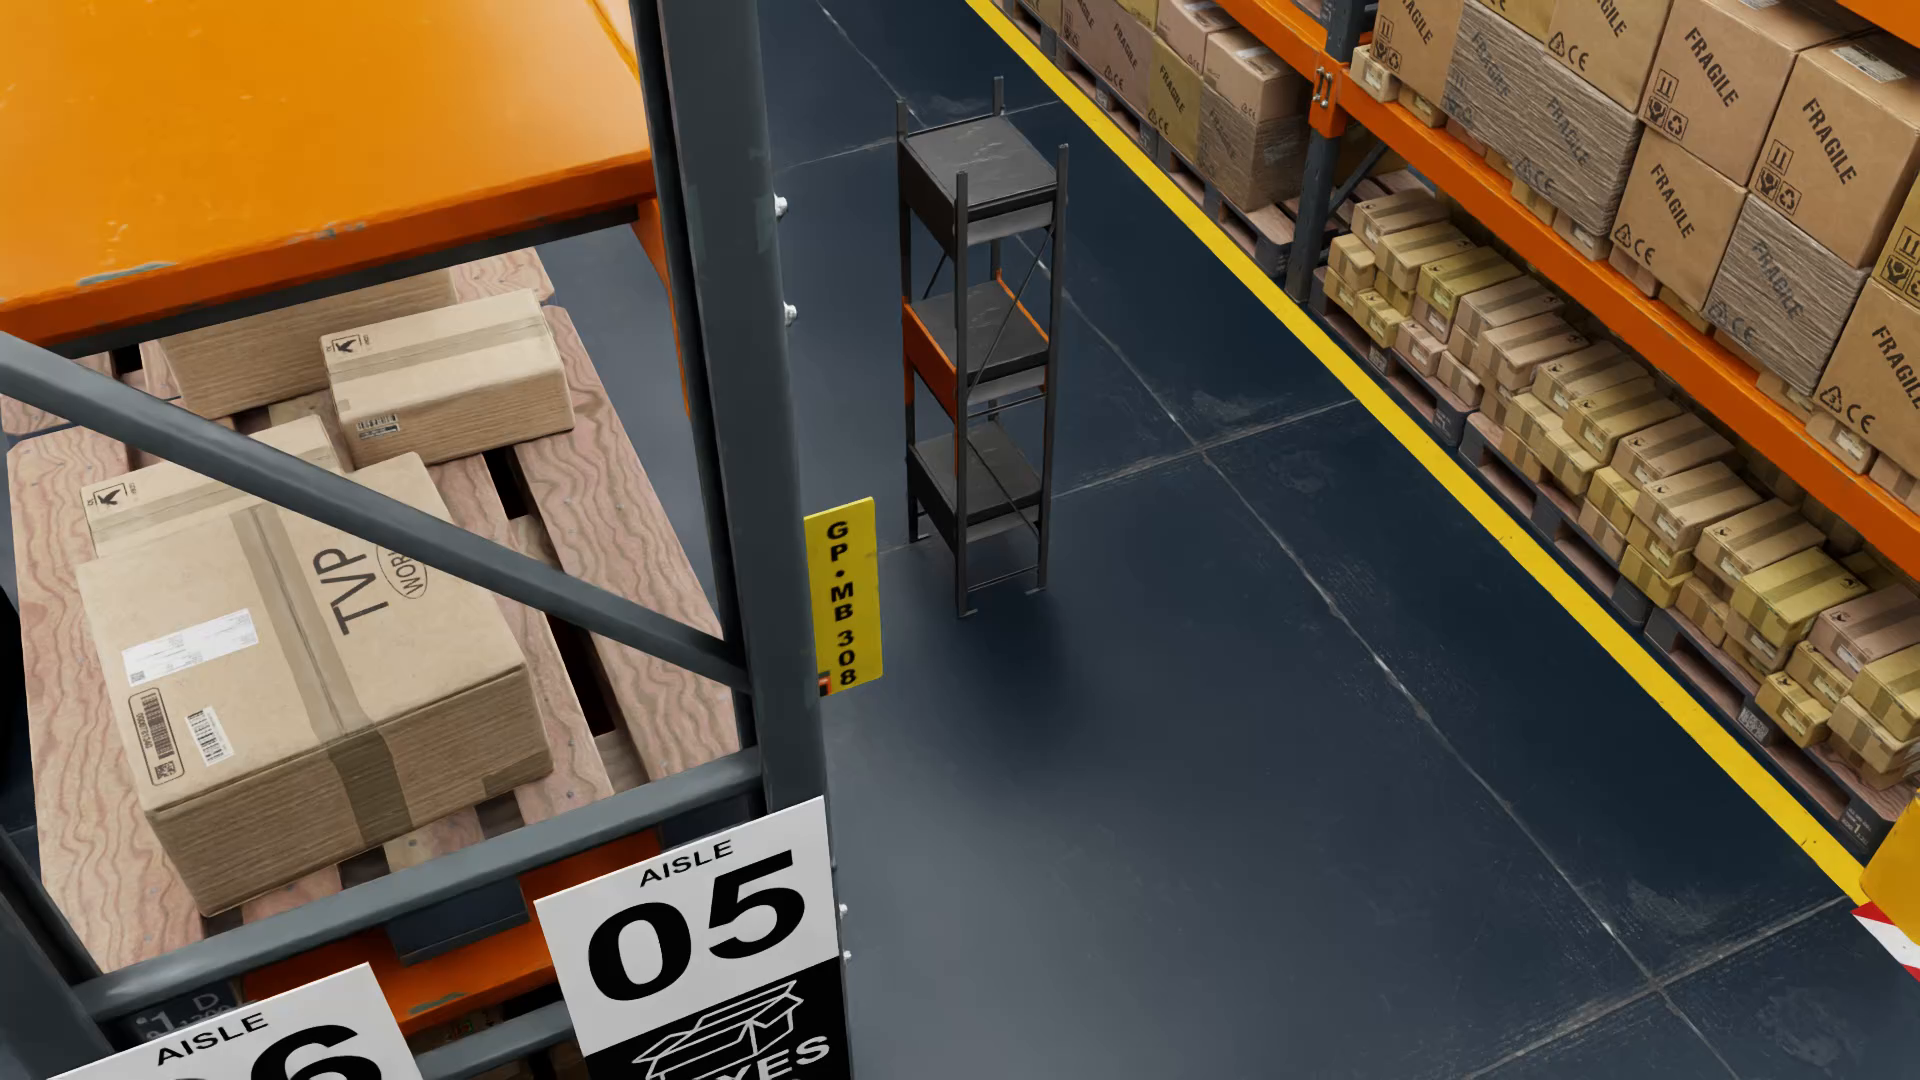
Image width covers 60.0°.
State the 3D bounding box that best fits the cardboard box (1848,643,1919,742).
[{"bbox_3d":[3.341,0.511,5.772,0.380,0.149,0.250,-18,47,-17],"label":"cardboard box"}]

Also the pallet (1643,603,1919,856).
[{"bbox_3d":[3.452,0.536,6.425,1.003,0.211,1.213,-18,47,-17],"label":"pallet"}]

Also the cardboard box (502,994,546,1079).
[{"bbox_3d":[-1.074,1.018,3.168,0.500,0.500,0.500,-17,47,-16],"label":"cardboard box"}]

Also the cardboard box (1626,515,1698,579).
[{"bbox_3d":[2.863,-0.029,6.532,0.380,0.149,0.250,-17,47,-17],"label":"cardboard box"}]

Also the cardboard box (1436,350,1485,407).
[{"bbox_3d":[2.389,-0.777,7.501,0.380,0.149,0.250,-19,48,-18],"label":"cardboard box"}]

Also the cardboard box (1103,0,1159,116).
[{"bbox_3d":[1.145,-2.741,9.242,0.500,0.500,0.500,-19,48,-18],"label":"cardboard box"}]

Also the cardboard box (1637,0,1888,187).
[{"bbox_3d":[2.711,-1.583,5.593,0.500,0.500,0.500,-20,48,-19],"label":"cardboard box"}]

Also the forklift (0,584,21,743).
[{"bbox_3d":[-5.117,-0.088,5.122,3.031,2.935,1.130,-11,46,-11],"label":"forklift"}]

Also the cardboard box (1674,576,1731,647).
[{"bbox_3d":[3.035,0.230,6.481,0.380,0.149,0.250,-18,47,-17],"label":"cardboard box"}]

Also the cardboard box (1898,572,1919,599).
[{"bbox_3d":[3.657,0.199,6.088,0.380,0.149,0.250,-17,47,-17],"label":"cardboard box"}]

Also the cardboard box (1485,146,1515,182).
[{"bbox_3d":[2.379,-1.590,6.774,0.380,0.149,0.250,-20,48,-19],"label":"cardboard box"}]

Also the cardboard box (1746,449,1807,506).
[{"bbox_3d":[3.380,-0.312,6.607,0.380,0.149,0.250,-16,47,-16],"label":"cardboard box"}]

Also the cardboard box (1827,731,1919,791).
[{"bbox_3d":[3.383,0.712,5.993,0.380,0.149,0.250,-17,47,-17],"label":"cardboard box"}]

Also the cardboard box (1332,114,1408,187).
[{"bbox_3d":[2.042,-2.238,8.732,0.500,0.500,0.500,-16,47,-16],"label":"cardboard box"}]

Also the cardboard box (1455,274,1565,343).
[{"bbox_3d":[2.412,-0.996,7.299,0.380,0.149,0.250,-19,48,-18],"label":"cardboard box"}]

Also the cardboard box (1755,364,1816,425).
[{"bbox_3d":[2.998,-0.572,5.742,0.380,0.149,0.250,-20,48,-19],"label":"cardboard box"}]

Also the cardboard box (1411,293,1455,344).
[{"bbox_3d":[2.297,-1.065,7.581,0.380,0.149,0.250,-18,47,-18],"label":"cardboard box"}]

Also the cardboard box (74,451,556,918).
[{"bbox_3d":[-0.926,0.187,2.395,0.500,0.250,0.500,-22,49,-21],"label":"cardboard box"}]

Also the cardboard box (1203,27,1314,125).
[{"bbox_3d":[1.569,-2.356,8.317,0.500,0.250,0.500,-19,48,-18],"label":"cardboard box"}]

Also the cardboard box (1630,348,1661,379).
[{"bbox_3d":[3.113,-0.816,7.117,0.380,0.149,0.250,-20,48,-19],"label":"cardboard box"}]

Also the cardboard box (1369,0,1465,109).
[{"bbox_3d":[2.092,-2.180,6.910,0.500,0.500,0.500,-19,48,-18],"label":"cardboard box"}]

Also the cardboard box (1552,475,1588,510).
[{"bbox_3d":[2.736,-0.277,6.995,0.380,0.149,0.250,-17,47,-16],"label":"cardboard box"}]

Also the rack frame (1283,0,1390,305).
[{"bbox_3d":[2.112,-2.429,7.445,1.000,3.000,0.127,-18,47,-17],"label":"rack frame"}]

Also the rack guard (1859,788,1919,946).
[{"bbox_3d":[3.762,0.961,5.788,1.175,0.500,0.348,-18,47,-17],"label":"rack guard"}]

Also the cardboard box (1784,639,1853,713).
[{"bbox_3d":[3.252,0.445,6.051,0.380,0.149,0.250,-19,48,-18],"label":"cardboard box"}]

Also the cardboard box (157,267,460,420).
[{"bbox_3d":[-1.239,-0.543,3.091,0.500,0.311,0.500,-17,47,-17],"label":"cardboard box"}]

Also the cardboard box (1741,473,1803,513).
[{"bbox_3d":[3.352,-0.188,6.692,0.380,0.149,0.250,-20,48,-19],"label":"cardboard box"}]

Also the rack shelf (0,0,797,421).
[{"bbox_3d":[-1.496,-1.365,2.892,1.077,0.370,4.000,-18,47,-17],"label":"rack shelf"}]

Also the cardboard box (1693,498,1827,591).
[{"bbox_3d":[3.012,0.023,6.267,0.380,0.149,0.250,-20,48,-19],"label":"cardboard box"}]

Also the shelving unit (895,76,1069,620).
[{"bbox_3d":[0.070,-0.642,6.274,0.431,2.100,0.503,-18,47,-17],"label":"shelving unit"}]

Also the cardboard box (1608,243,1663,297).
[{"bbox_3d":[2.687,-1.080,6.257,0.380,0.149,0.250,-16,47,-16],"label":"cardboard box"}]

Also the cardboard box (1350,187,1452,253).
[{"bbox_3d":[2.069,-1.495,7.805,0.380,0.149,0.250,-16,47,-16],"label":"cardboard box"}]

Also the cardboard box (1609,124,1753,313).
[{"bbox_3d":[2.737,-1.203,5.919,0.500,0.500,0.500,-16,47,-15],"label":"cardboard box"}]

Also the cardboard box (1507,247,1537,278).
[{"bbox_3d":[2.752,-1.318,7.626,0.380,0.149,0.250,-18,48,-18],"label":"cardboard box"}]

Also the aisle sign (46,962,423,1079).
[{"bbox_3d":[-0.906,0.858,2.262,0.394,0.787,0.004,-18,47,-17],"label":"aisle sign"}]

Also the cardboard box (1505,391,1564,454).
[{"bbox_3d":[2.551,-0.530,7.039,0.380,0.149,0.250,-18,48,-18],"label":"cardboard box"}]

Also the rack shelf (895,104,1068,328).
[{"bbox_3d":[0.070,-1.130,5.792,0.431,0.518,0.480,-18,47,-17],"label":"rack shelf"}]

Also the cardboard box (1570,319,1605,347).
[{"bbox_3d":[2.928,-0.883,7.397,0.380,0.149,0.250,-17,47,-16],"label":"cardboard box"}]

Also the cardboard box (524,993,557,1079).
[{"bbox_3d":[-0.834,0.906,3.994,0.500,0.500,0.500,-19,48,-18],"label":"cardboard box"}]

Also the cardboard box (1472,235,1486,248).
[{"bbox_3d":[2.658,-1.394,7.915,0.380,0.149,0.250,-20,48,-19],"label":"cardboard box"}]

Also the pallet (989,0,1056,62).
[{"bbox_3d":[0.757,-3.487,10.502,1.003,0.211,1.213,-18,47,-17],"label":"pallet"}]

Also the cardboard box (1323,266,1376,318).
[{"bbox_3d":[1.974,-1.237,7.967,0.380,0.149,0.250,-20,48,-19],"label":"cardboard box"}]

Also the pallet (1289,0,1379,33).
[{"bbox_3d":[1.923,-2.891,8.049,1.003,0.211,1.213,-18,47,-17],"label":"pallet"}]

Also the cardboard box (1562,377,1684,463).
[{"bbox_3d":[2.703,-0.491,6.788,0.380,0.149,0.250,-18,47,-17],"label":"cardboard box"}]

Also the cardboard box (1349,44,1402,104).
[{"bbox_3d":[1.934,-2.062,7.252,0.380,0.149,0.250,-16,47,-16],"label":"cardboard box"}]
